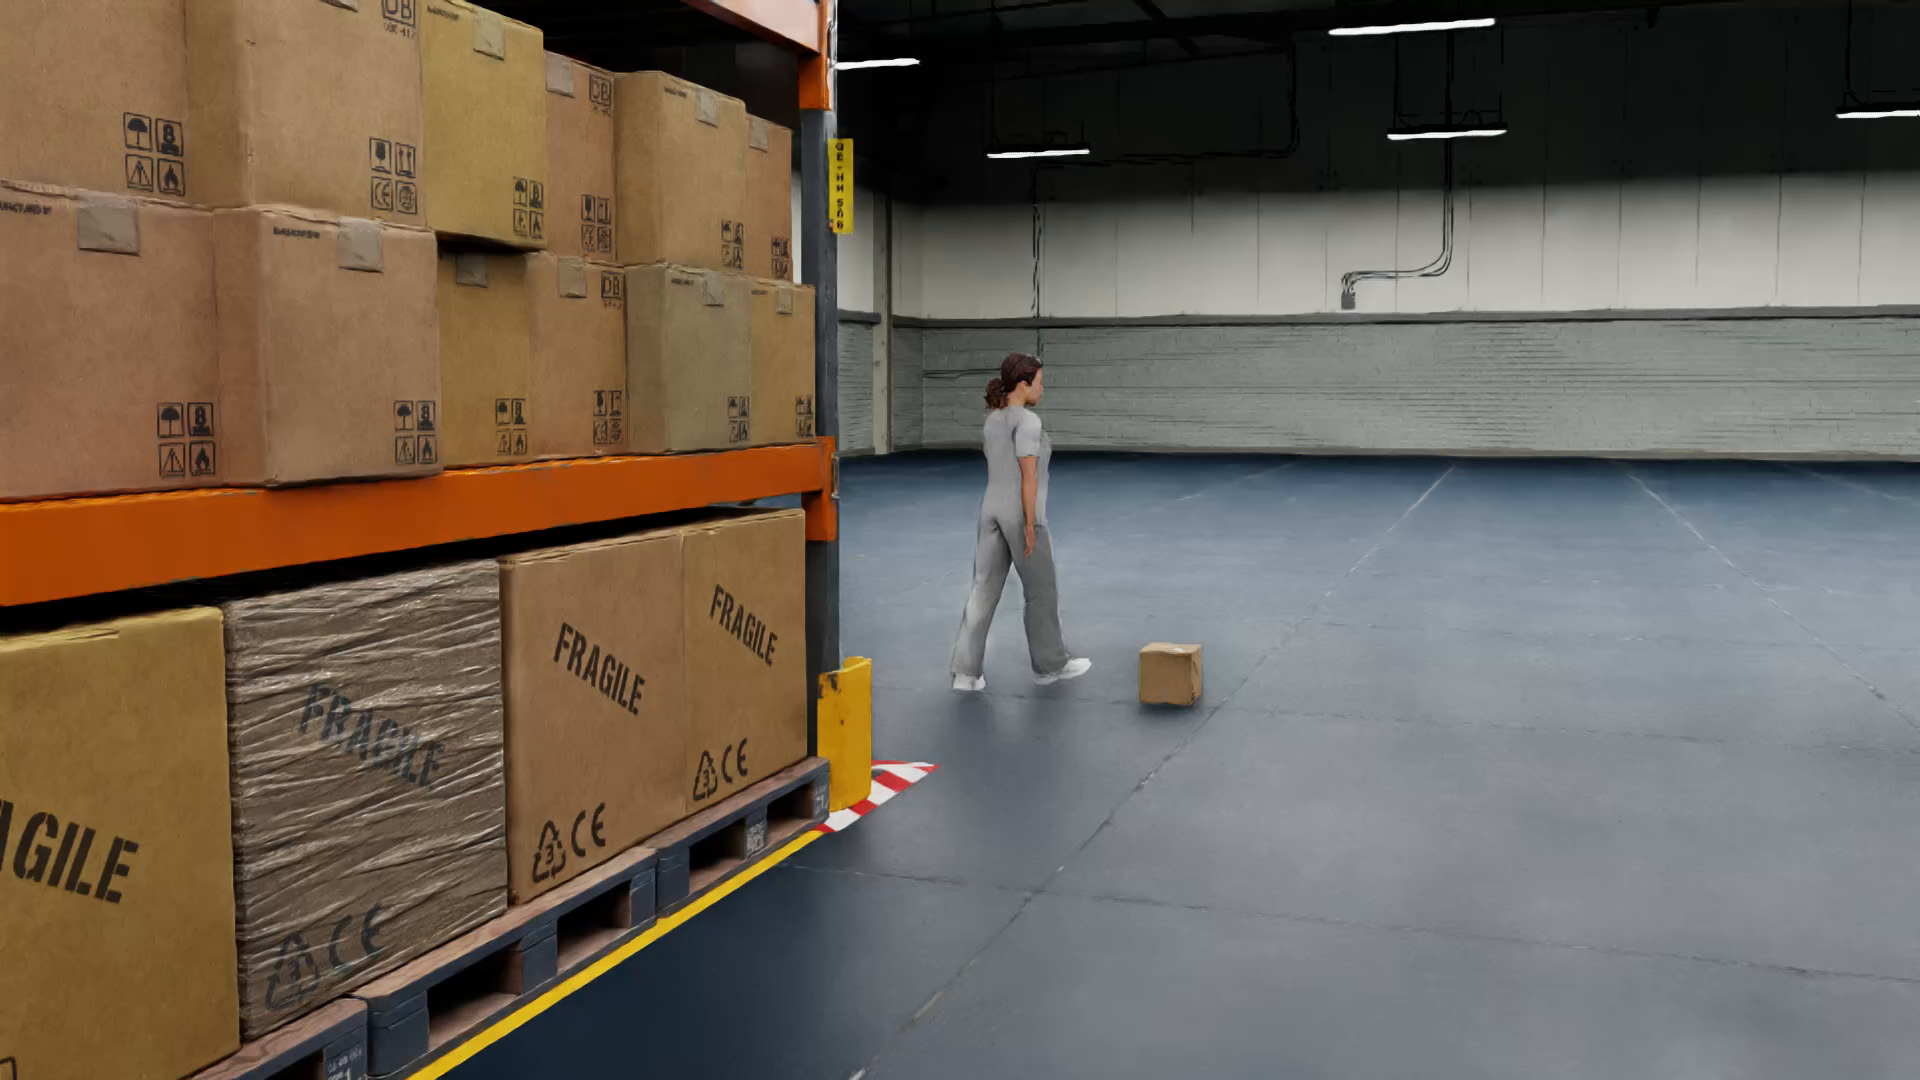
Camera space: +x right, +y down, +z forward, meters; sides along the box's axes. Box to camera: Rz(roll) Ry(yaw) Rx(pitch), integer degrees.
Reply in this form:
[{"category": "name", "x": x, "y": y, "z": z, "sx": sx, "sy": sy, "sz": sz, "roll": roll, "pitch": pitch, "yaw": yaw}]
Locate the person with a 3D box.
[{"category": "person", "x": 0.263, "y": -0.092, "z": 8.123, "sx": 0.870, "sy": 1.643, "sz": 0.552, "roll": -5, "pitch": 7, "yaw": -41}]
